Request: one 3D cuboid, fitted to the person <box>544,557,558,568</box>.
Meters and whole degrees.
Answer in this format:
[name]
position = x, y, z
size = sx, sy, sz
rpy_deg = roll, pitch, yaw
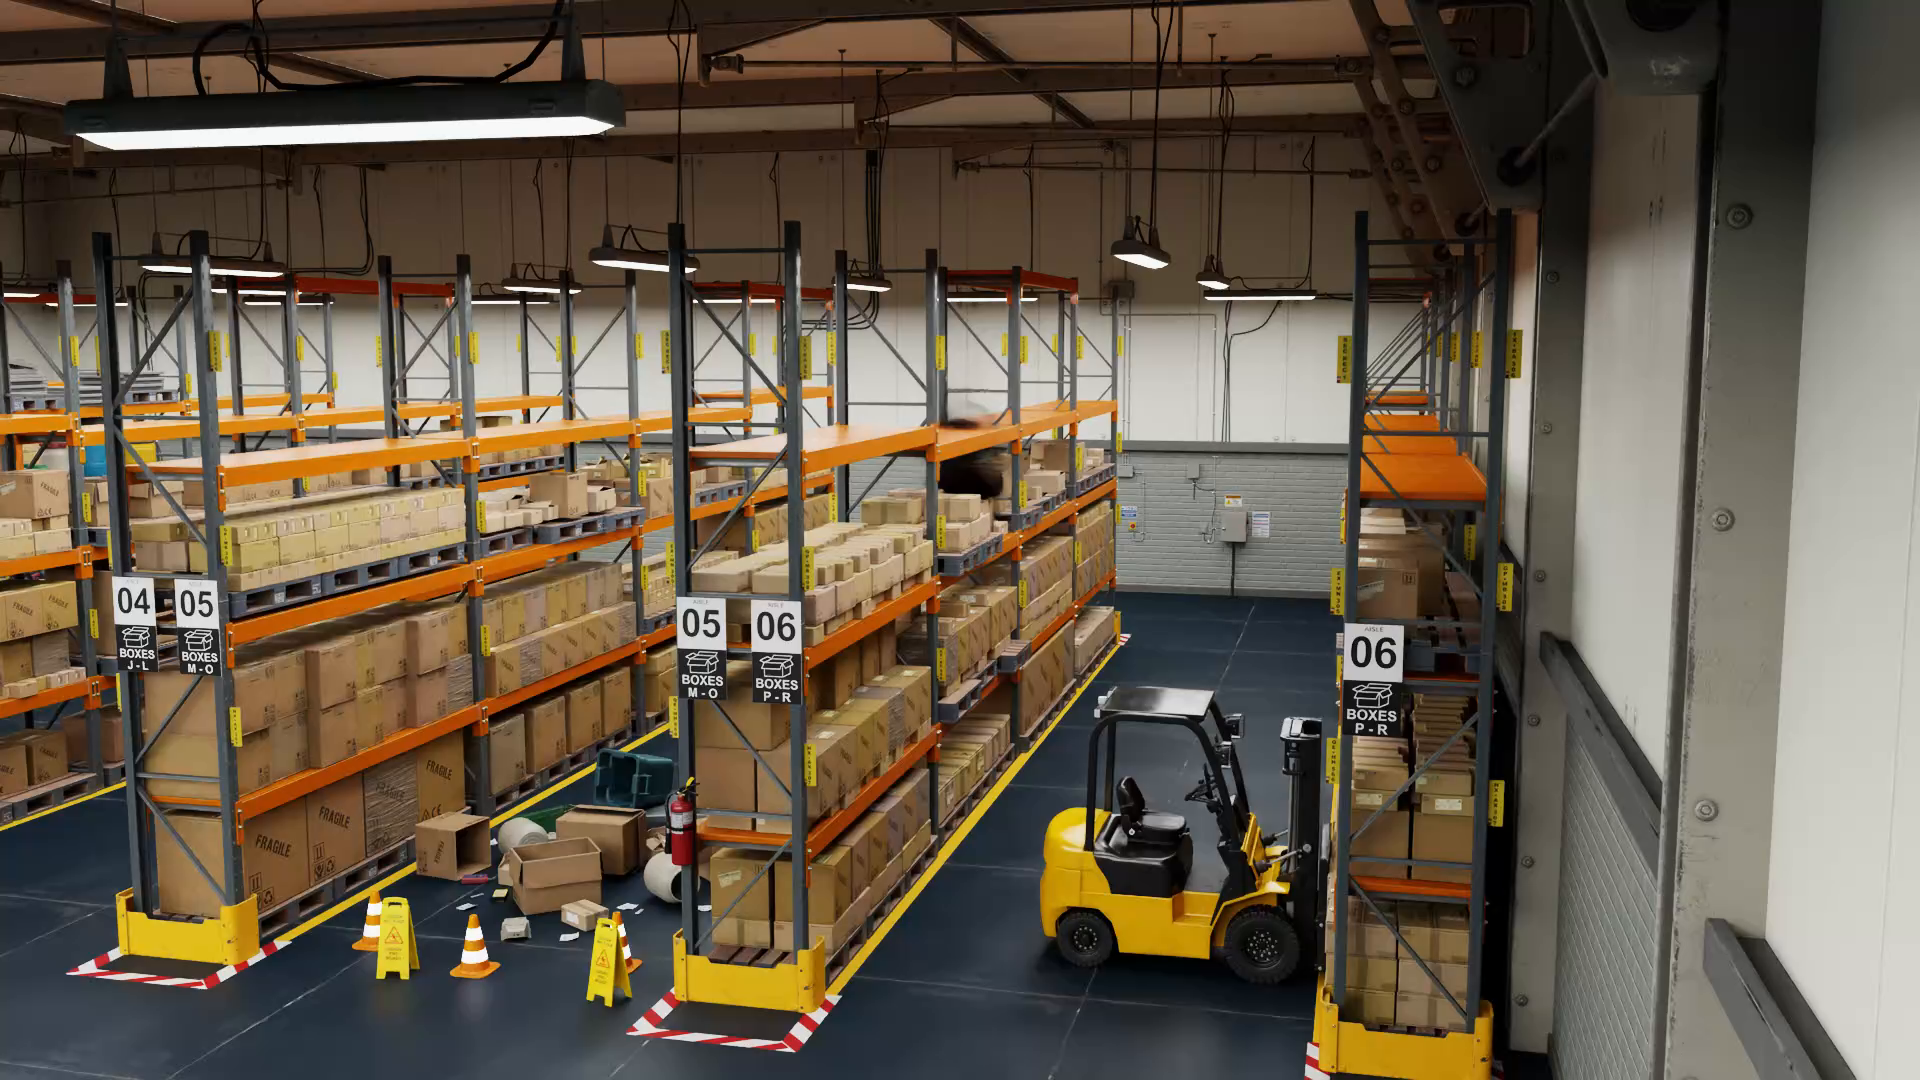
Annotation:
[person]
position = -6.540, 1.069, 26.683
size = 0.613, 1.712, 0.924
rpy_deg = 1, 7, 5
